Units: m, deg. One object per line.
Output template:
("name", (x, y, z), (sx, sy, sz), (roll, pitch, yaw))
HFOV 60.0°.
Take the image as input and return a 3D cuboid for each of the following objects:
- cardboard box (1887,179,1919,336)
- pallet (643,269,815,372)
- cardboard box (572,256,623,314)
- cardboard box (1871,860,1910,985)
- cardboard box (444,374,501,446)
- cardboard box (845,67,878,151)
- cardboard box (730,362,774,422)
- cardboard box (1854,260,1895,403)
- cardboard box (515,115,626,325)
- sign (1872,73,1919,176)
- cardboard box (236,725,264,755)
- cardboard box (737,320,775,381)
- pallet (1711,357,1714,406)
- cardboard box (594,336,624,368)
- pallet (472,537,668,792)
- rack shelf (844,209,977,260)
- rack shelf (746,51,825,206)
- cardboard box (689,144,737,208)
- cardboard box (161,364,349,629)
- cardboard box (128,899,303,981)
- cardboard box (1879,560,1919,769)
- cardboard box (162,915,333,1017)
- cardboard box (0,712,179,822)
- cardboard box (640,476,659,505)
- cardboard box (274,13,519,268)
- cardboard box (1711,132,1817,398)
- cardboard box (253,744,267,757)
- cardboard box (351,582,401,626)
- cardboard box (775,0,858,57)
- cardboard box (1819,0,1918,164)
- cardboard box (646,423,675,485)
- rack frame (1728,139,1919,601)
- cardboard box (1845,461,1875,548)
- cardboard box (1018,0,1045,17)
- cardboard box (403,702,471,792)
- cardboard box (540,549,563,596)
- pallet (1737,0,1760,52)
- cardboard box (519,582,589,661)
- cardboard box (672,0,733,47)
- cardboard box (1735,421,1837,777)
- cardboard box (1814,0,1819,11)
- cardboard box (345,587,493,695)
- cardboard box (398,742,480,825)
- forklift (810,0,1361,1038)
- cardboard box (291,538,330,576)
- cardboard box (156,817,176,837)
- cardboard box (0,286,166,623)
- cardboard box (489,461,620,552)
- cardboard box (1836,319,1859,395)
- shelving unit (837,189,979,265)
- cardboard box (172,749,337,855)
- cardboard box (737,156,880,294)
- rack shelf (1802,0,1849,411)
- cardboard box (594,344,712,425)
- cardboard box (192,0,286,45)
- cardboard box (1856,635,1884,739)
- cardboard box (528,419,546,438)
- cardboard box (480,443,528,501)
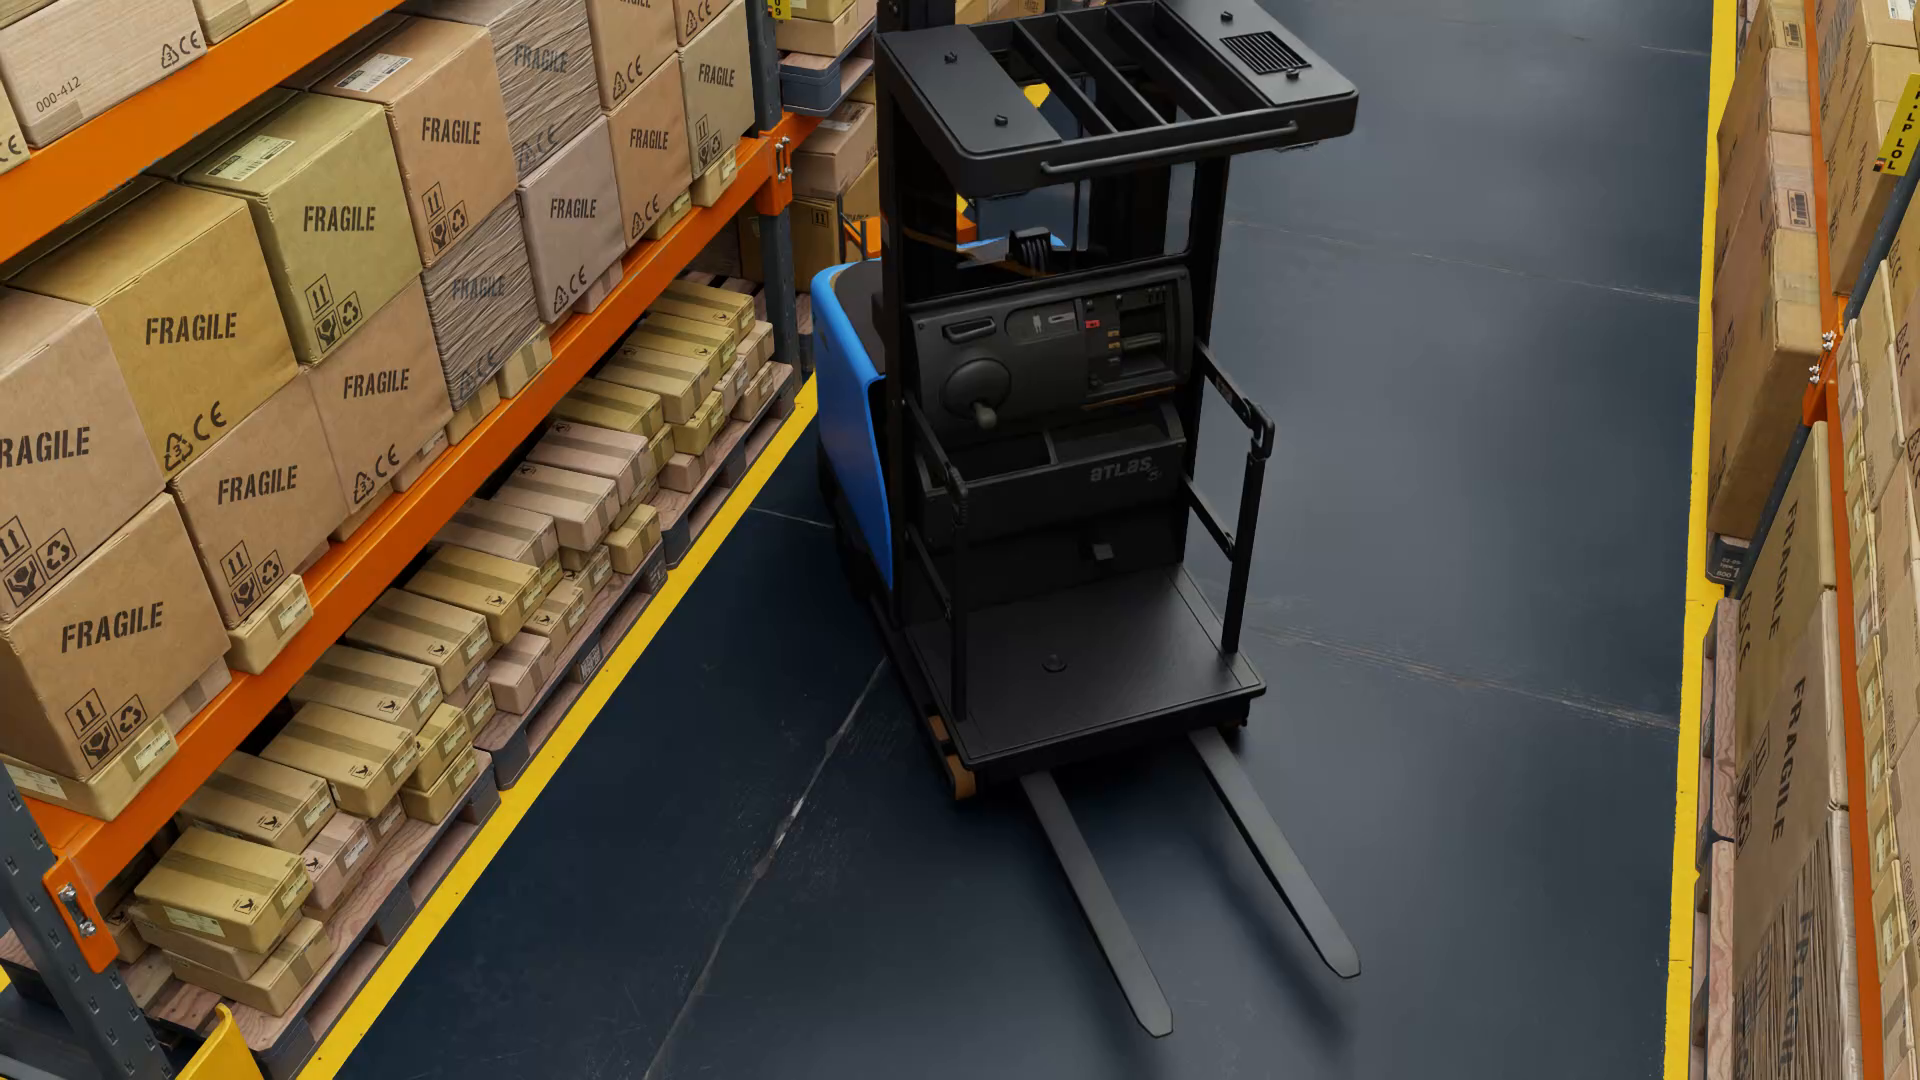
("cardboard box", (3.017, -0.851, 4.745), (0.500, 0.500, 0.500), (13, 42, 15))
("pallet", (-0.941, -1.322, 8.137), (1.003, 0.211, 1.213), (13, 42, 15))
("cardboard box", (-1.393, -0.931, 5.724), (0.380, 0.149, 0.250), (12, 42, 13))
("cardboard box", (2.213, 0.876, 3.605), (0.380, 0.149, 0.250), (12, 42, 14))
("cardboard box", (-1.669, -0.460, 5.172), (0.380, 0.149, 0.250), (15, 43, 17))
("cardboard box", (-0.525, -2.119, 7.948), (0.500, 0.250, 0.500), (14, 43, 16))
("cardboard box", (-1.019, -0.668, 7.095), (0.380, 0.149, 0.250), (14, 42, 16))
("cardboard box", (3.014, -0.573, 4.997), (0.500, 0.250, 0.500), (13, 42, 14))
("cardboard box", (-1.455, -1.082, 5.401), (0.500, 0.500, 0.500), (13, 42, 15))
("sign", (2.908, -1.270, 5.097), (0.100, 0.325, 0.005), (13, 42, 15))
("cardboard box", (-2.485, 0.641, 5.332), (0.380, 0.149, 0.250), (12, 42, 13))
("cardboard box", (-1.014, -0.834, 7.060), (0.380, 0.149, 0.250), (14, 42, 16))
("pallet", (4.029, -0.919, 7.664), (1.003, 0.211, 1.213), (13, 42, 15))
("cardboard box", (-1.632, -0.772, 6.987), (0.380, 0.149, 0.250), (14, 42, 15))
("pallet", (-1.817, 0.317, 6.216), (1.003, 0.211, 1.213), (13, 42, 15))
("rack shelf", (-0.203, -1.198, 6.624), (0.480, 0.148, 0.258), (-19, 44, -21))
("rack shelf", (-0.522, -2.854, 8.338), (1.077, 0.370, 4.000), (13, 42, 15))
("cardboard box", (-1.069, -1.405, 6.279), (0.380, 0.149, 0.250), (12, 42, 14))
("cardboard box", (-2.001, -0.164, 4.325), (0.500, 0.500, 0.500), (13, 42, 15))
("cardboard box", (-2.153, 1.081, 4.816), (0.380, 0.149, 0.250), (15, 43, 17))
("cardboard box", (2.491, 0.345, 3.920), (0.500, 0.250, 0.500), (13, 42, 15))
("cardboard box", (-2.093, 1.208, 4.896), (0.380, 0.149, 0.250), (14, 42, 16))
("cardboard box", (-2.155, 0.503, 4.043), (0.380, 0.149, 0.250), (13, 42, 15))
("cardboard box", (-1.421, -0.219, 6.569), (0.380, 0.149, 0.250), (12, 42, 14))
("cardboard box", (-1.634, -1.148, 4.708), (0.500, 0.500, 0.500), (12, 42, 14))
("cardboard box", (3.926, -1.037, 6.968), (1.225, 0.875, 0.875), (12, 42, 14))
("cardboard box", (-2.425, 0.768, 5.412), (0.380, 0.149, 0.250), (13, 42, 15))
("cardboard box", (-2.215, 0.170, 5.884), (0.380, 0.149, 0.250), (15, 43, 17))
("cardboard box", (-0.639, -2.110, 6.782), (0.380, 0.149, 0.250), (11, 42, 13))
("cardboard box", (3.672, -1.750, 6.413), (0.500, 0.500, 0.500), (13, 42, 15))
("cardboard box", (-1.348, -0.367, 6.513), (0.380, 0.149, 0.250), (14, 42, 15))
("rack frame", (3.421, -0.745, 5.313), (1.000, 3.000, 0.127), (13, 42, 15))
("cardboard box", (2.740, -0.061, 4.704), (0.380, 0.149, 0.250), (12, 42, 14))
("cardboard box", (0.183, -3.097, 9.671), (0.500, 0.500, 0.500), (13, 42, 15))
("cardboard box", (-1.816, 0.625, 5.350), (0.380, 0.149, 0.250), (15, 43, 16))
("cardboard box", (-1.659, 0.105, 5.960), (0.380, 0.149, 0.250), (15, 43, 17))
("pallet", (5.476, -3.342, 10.505), (1.003, 0.211, 1.213), (13, 42, 15))
("cardboard box", (-1.577, 0.262, 6.005), (0.380, 0.149, 0.250), (13, 42, 15))
("cardboard box", (-1.112, -2.093, 5.815), (0.500, 0.500, 0.500), (12, 42, 14))
("cardboard box", (3.120, 0.288, 5.415), (0.875, 0.875, 0.875), (13, 42, 15))
("cardboard box", (4.193, -2.672, 7.494), (0.500, 0.500, 0.500), (12, 42, 14))
("cardboard box", (-1.776, 0.329, 5.468), (0.380, 0.149, 0.250), (15, 43, 17))
("cardboard box", (-1.812, 0.746, 5.438), (0.380, 0.149, 0.250), (14, 42, 16))
("forklift", (0.376, -0.525, 5.107), (1.130, 2.935, 3.031), (-13, 42, -14))
("cardboard box", (-2.004, -0.003, 4.636), (0.380, 0.149, 0.250), (15, 43, 17))
("cardboard box", (-2.491, 0.711, 5.021), (0.380, 0.149, 0.250), (14, 42, 16))
("cardboard box", (-2.170, -0.215, 3.614), (0.500, 0.500, 0.500), (13, 42, 15))
("cardboard box", (-1.460, -0.123, 5.997), (0.380, 0.149, 0.250), (12, 42, 14))
("cardboard box", (3.007, -0.543, 5.269), (0.380, 0.149, 0.250), (13, 42, 15))
("shelving unit", (-0.203, -0.899, 6.879), (0.503, 1.200, 0.258), (-19, 44, -21))
("cardboard box", (-2.094, 0.791, 4.926), (0.380, 0.149, 0.250), (14, 42, 16))
("cardboard box", (-0.704, -1.509, 7.809), (0.500, 0.500, 0.500), (15, 43, 17))
("rack shelf", (4.105, -1.692, 6.976), (1.077, 0.370, 4.000), (13, 42, 15))
("cardboard box", (-1.211, -0.617, 6.576), (0.380, 0.149, 0.250), (13, 42, 15))
("cardboard box", (-1.831, -1.407, 3.892), (0.500, 0.250, 0.500), (12, 42, 14))
("cardboard box", (2.476, 0.408, 4.154), (0.380, 0.149, 0.250), (12, 42, 14))
("cardboard box", (-1.776, -0.561, 6.511), (0.380, 0.149, 0.250), (12, 42, 14))
("cardboard box", (-1.893, -0.289, 6.421), (0.380, 0.149, 0.250), (15, 43, 17))
